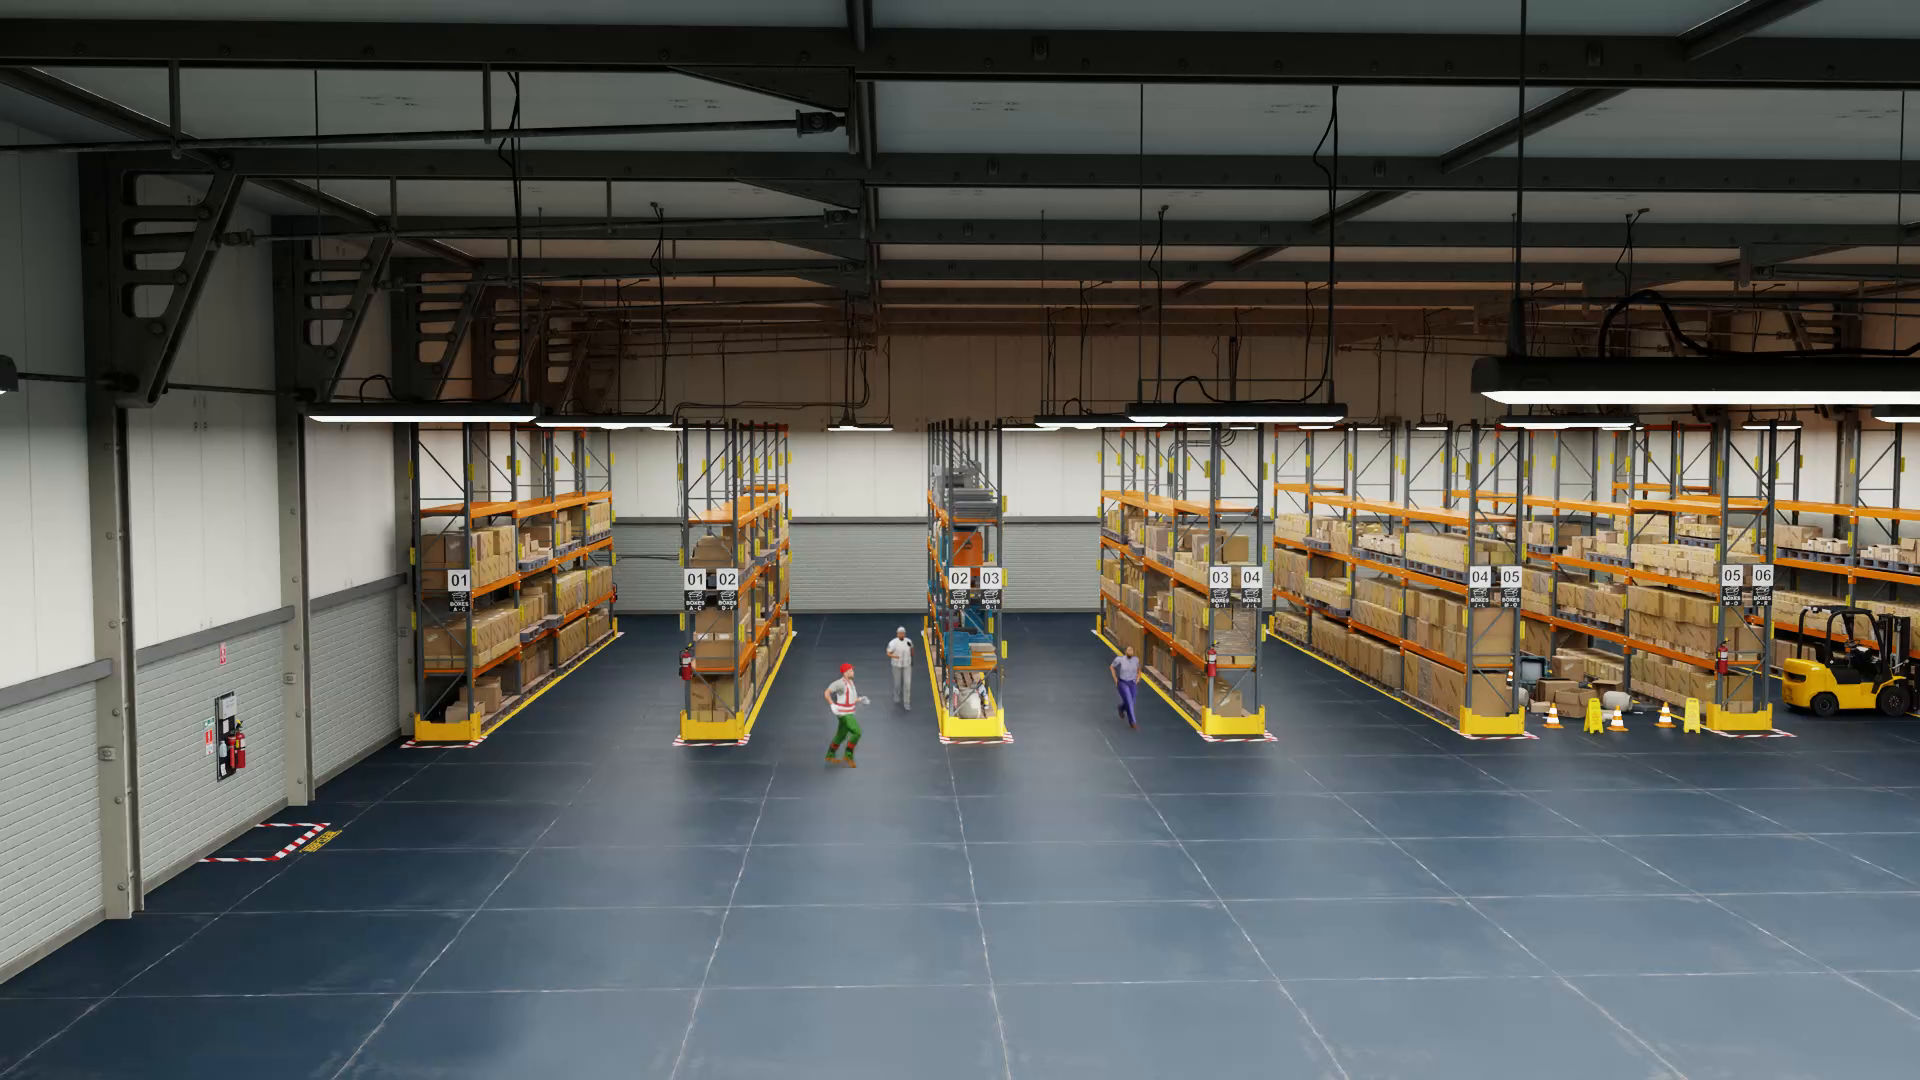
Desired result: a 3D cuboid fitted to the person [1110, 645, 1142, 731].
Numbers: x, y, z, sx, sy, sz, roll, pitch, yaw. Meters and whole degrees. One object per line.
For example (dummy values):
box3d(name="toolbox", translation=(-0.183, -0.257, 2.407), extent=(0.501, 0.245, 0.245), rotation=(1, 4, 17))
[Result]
box3d(name="person", translation=(3.255, 2.846, 32.437), extent=(0.630, 1.644, 0.882), rotation=(-1, 4, -21))

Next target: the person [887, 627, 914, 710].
box3d(name="person", translation=(-1.234, 2.653, 34.777), extent=(0.610, 1.675, 0.937), rotation=(-1, 4, -10))

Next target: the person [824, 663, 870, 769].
box3d(name="person", translation=(-1.964, 3.006, 28.459), extent=(0.819, 1.800, 0.690), rotation=(1, 4, 17))

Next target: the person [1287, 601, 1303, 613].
box3d(name="person", translation=(9.872, 1.765, 48.967), extent=(0.875, 1.706, 0.656), rotation=(0, 4, -5))
